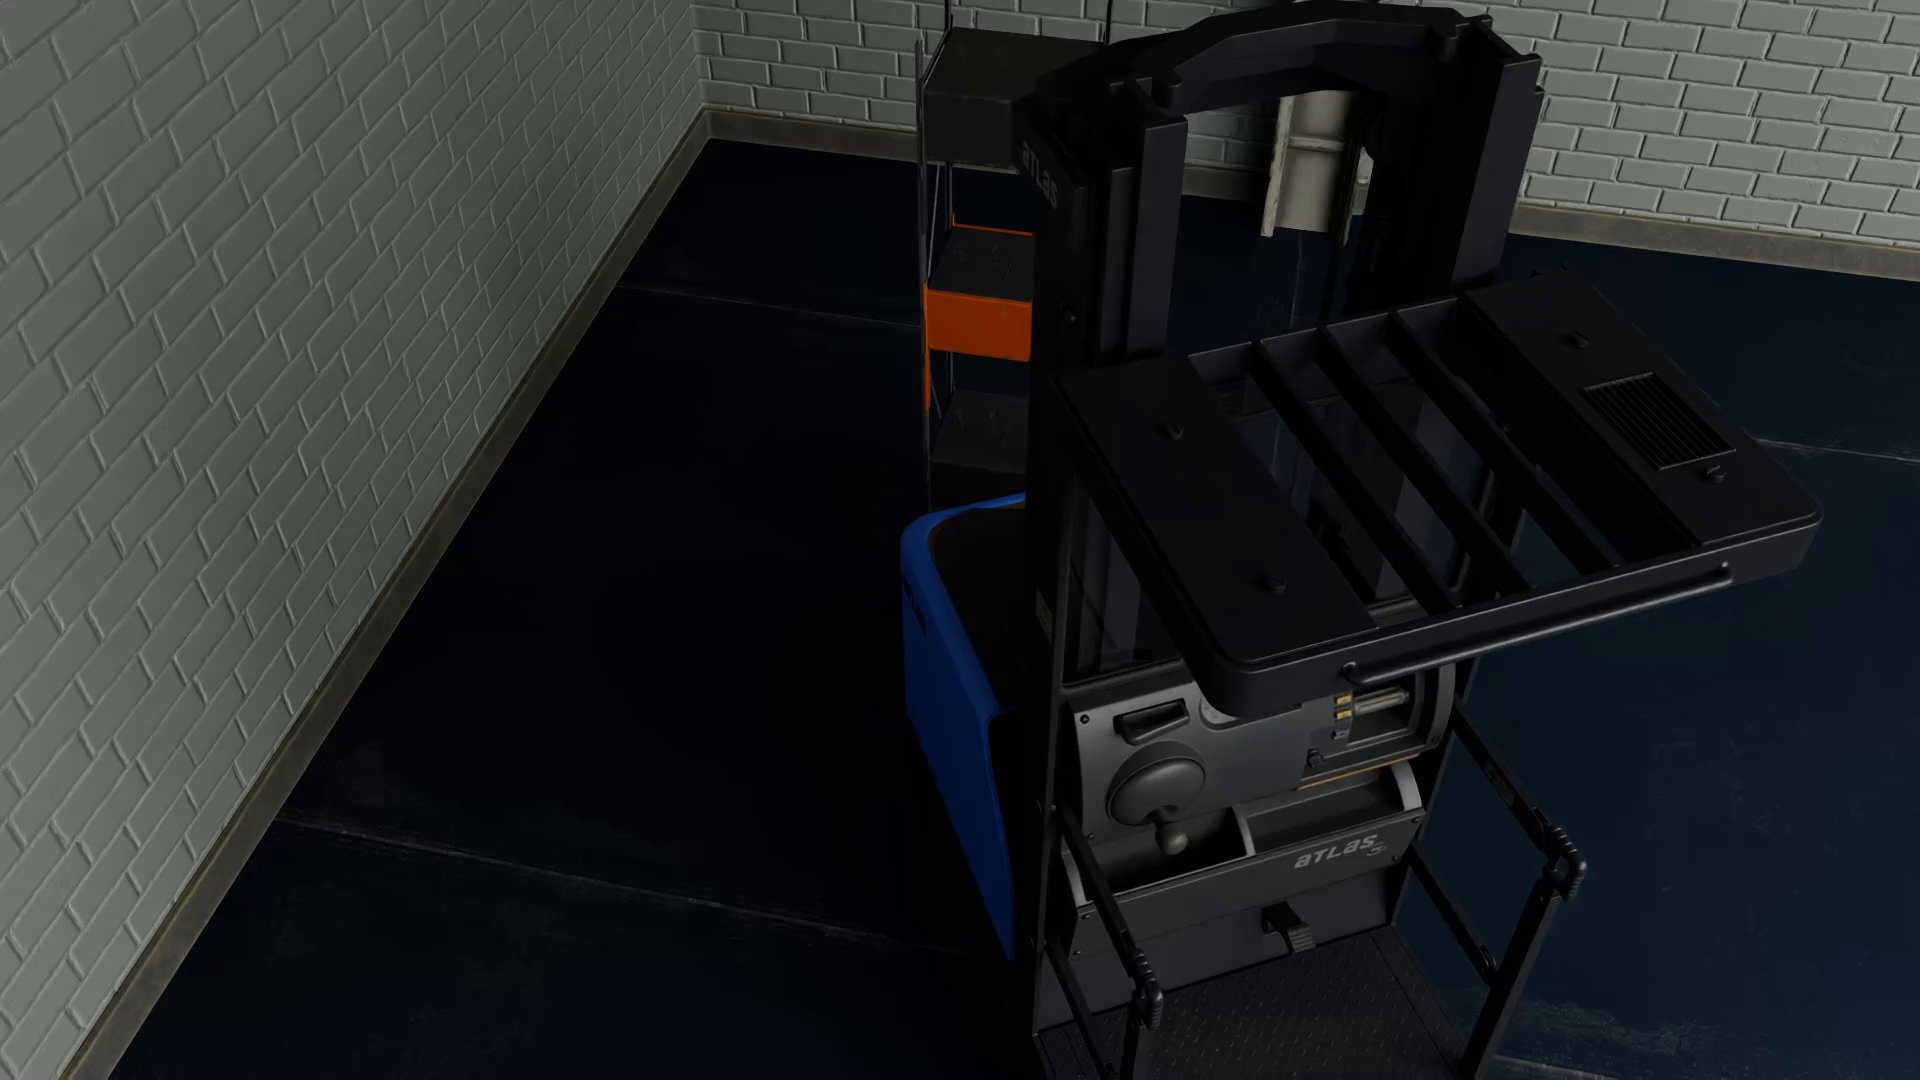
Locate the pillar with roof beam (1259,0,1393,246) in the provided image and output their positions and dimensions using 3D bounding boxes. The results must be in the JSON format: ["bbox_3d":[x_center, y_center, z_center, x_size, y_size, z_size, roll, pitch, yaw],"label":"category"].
[{"bbox_3d":[0.677,-1.818,1.650,0.400,9.000,9.100,9,45,9],"label":"pillar with roof beam"}]

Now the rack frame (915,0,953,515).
[{"bbox_3d":[-0.077,-0.768,5.534,0.015,2.100,0.400,9,45,9],"label":"rack frame"}]

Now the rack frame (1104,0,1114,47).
[{"bbox_3d":[0.400,-0.694,5.457,0.015,2.100,0.400,9,45,9],"label":"rack frame"}]

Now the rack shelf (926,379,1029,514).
[{"bbox_3d":[0.162,-0.217,5.991,0.480,0.518,0.431,9,45,9],"label":"rack shelf"}]

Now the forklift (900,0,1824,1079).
[{"bbox_3d":[0.764,0.520,3.596,1.130,2.935,3.031,-13,45,-13],"label":"forklift"}]

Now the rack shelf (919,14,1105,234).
[{"bbox_3d":[0.162,-1.226,5.020,0.480,0.518,0.431,9,45,9],"label":"rack shelf"}]

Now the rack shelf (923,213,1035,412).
[{"bbox_3d":[0.162,-0.722,5.505,0.480,0.518,0.431,9,45,9],"label":"rack shelf"}]

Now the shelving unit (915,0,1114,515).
[{"bbox_3d":[0.162,-0.731,5.496,0.503,2.100,0.431,9,45,9],"label":"shelving unit"}]
